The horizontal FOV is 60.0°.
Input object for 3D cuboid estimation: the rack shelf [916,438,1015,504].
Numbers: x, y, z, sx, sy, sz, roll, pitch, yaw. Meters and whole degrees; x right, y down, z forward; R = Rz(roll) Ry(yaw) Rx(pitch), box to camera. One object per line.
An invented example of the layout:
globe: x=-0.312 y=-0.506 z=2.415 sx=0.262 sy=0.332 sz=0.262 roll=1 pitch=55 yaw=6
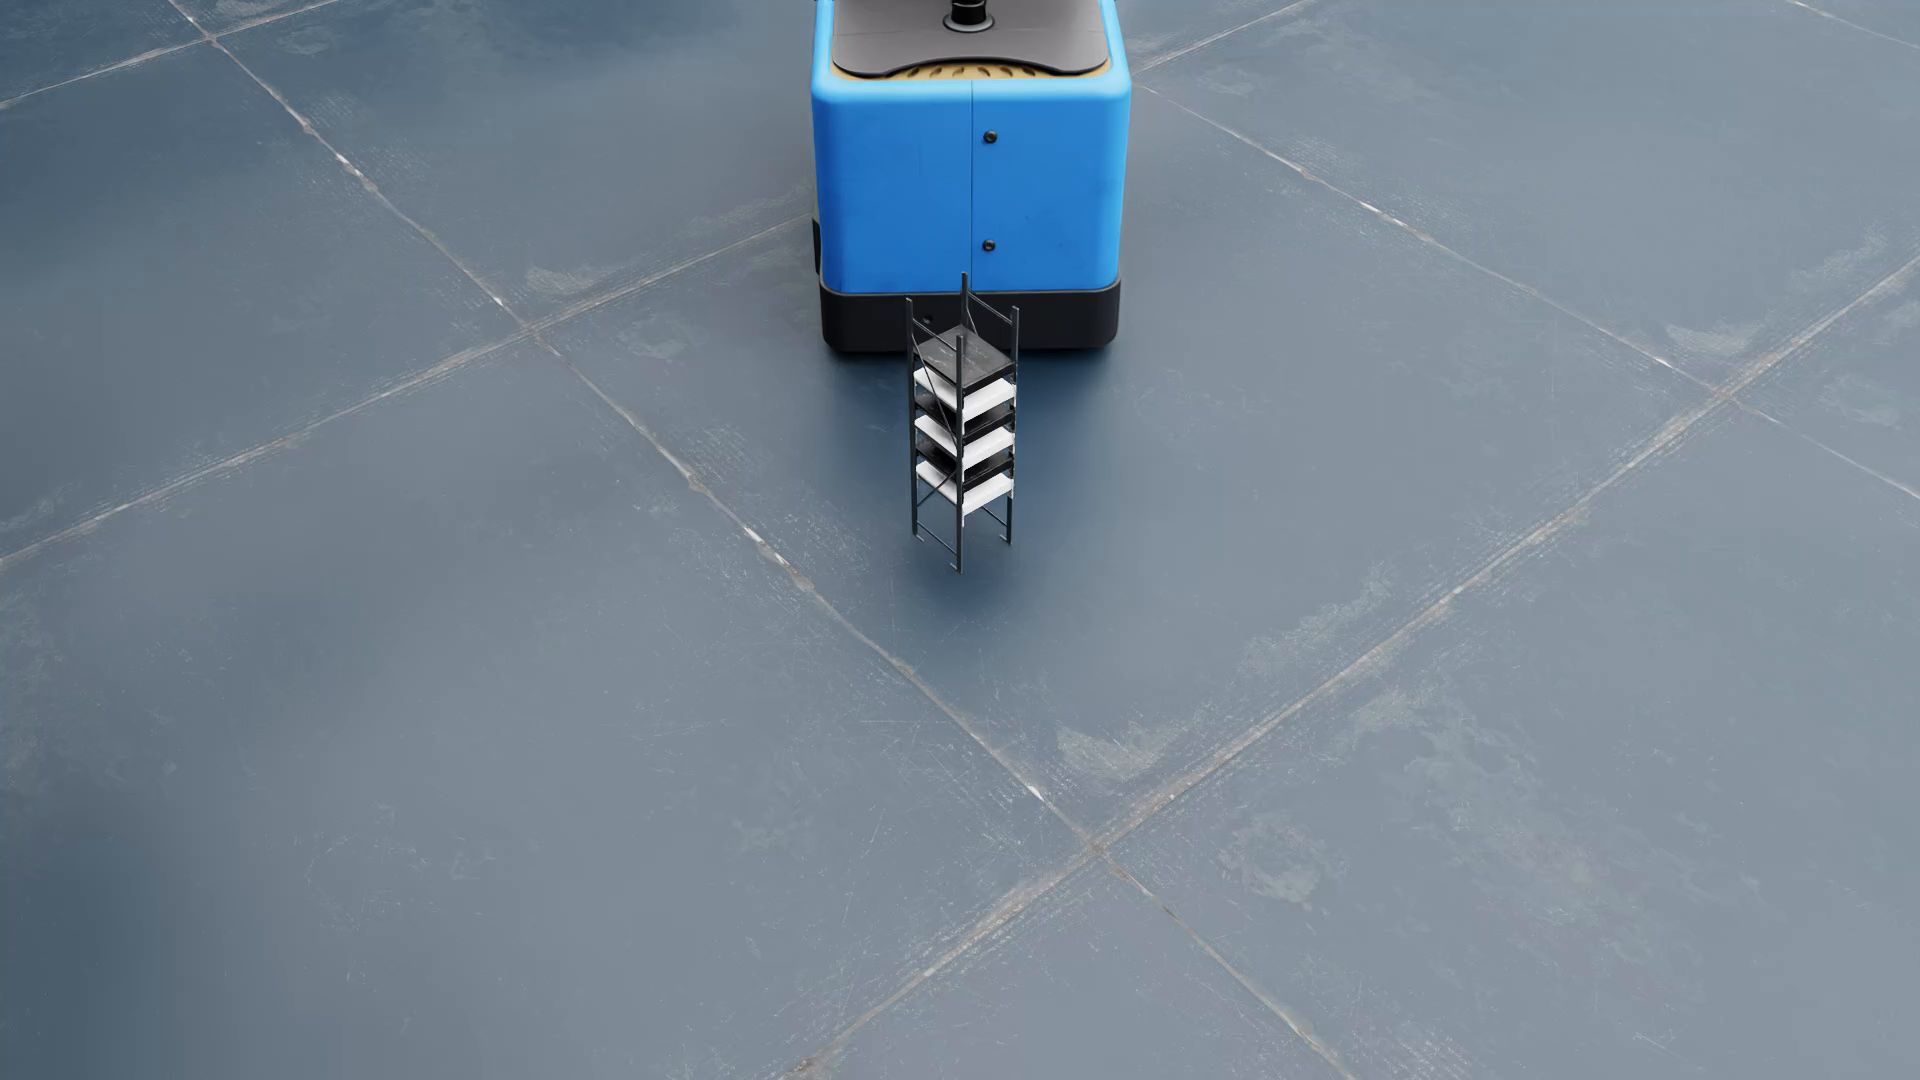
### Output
rack shelf: x=0.006 y=-0.242 z=5.030 sx=0.200 sy=0.077 sz=0.258 roll=-30 pitch=51 yaw=-28

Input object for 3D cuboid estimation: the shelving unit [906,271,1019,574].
shelving unit: x=0.006 y=-0.332 z=4.946 sx=0.210 sy=0.900 sz=0.258 roll=-30 pitch=51 yaw=-28

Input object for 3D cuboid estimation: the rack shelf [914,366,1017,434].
rack shelf: x=0.006 y=-0.438 z=4.845 sx=0.200 sy=0.077 sz=0.258 roll=-30 pitch=51 yaw=-28

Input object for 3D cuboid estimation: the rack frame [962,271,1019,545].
rack frame: x=0.084 y=-0.376 z=4.993 sx=0.006 sy=0.900 sz=0.240 roll=-30 pitch=51 yaw=-28

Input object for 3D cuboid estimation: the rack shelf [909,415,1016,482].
rack shelf: x=0.006 y=-0.307 z=4.969 sx=0.200 sy=0.077 sz=0.258 roll=-30 pitch=51 yaw=-28

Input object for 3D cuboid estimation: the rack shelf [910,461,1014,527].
rack shelf: x=0.006 y=-0.176 z=5.092 sx=0.200 sy=0.077 sz=0.258 roll=-30 pitch=51 yaw=-28

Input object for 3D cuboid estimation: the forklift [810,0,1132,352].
forklift: x=-0.003 y=-2.721 z=6.006 sx=1.130 sy=2.935 sz=3.031 roll=-1 pitch=43 yaw=-1

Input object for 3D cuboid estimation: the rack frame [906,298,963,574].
rack frame: x=-0.072 y=-0.287 z=4.898 sx=0.006 sy=0.900 sz=0.240 roll=-30 pitch=51 yaw=-28

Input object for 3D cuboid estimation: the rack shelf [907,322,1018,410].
rack shelf: x=0.006 y=-0.504 z=4.784 sx=0.200 sy=0.077 sz=0.258 roll=-30 pitch=51 yaw=-28

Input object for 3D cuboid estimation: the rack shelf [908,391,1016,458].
rack shelf: x=0.006 y=-0.373 z=4.907 sx=0.200 sy=0.077 sz=0.258 roll=-30 pitch=51 yaw=-28
